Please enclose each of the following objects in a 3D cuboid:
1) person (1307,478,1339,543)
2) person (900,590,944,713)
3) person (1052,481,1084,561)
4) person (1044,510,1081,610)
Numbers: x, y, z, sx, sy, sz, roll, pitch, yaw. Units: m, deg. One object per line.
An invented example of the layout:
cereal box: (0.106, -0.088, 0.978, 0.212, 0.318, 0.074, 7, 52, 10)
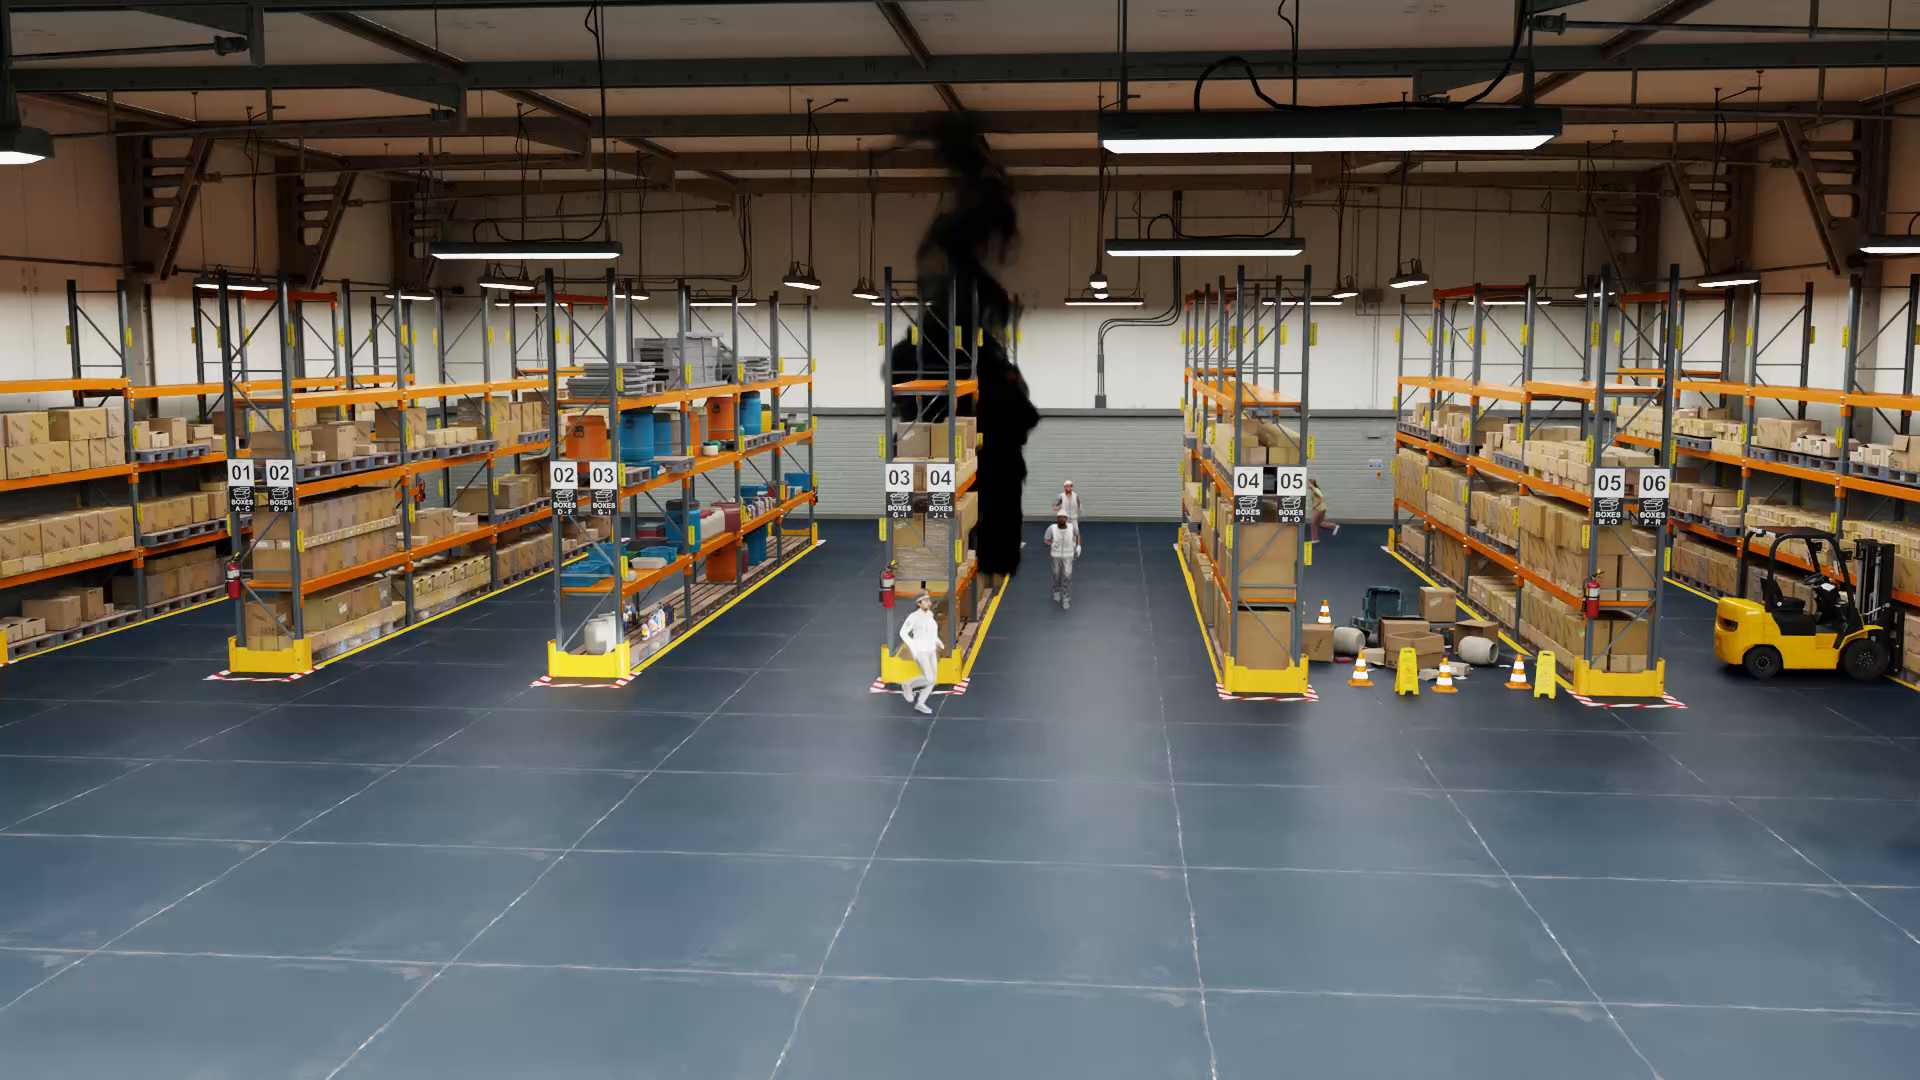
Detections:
person: (8.868, -0.697, 40.605, 0.821, 1.614, 0.579, 0, 7, -2)
person: (-0.488, 1.494, 22.313, 0.554, 1.656, 0.616, 6, 9, 39)
person: (2.462, -0.455, 37.837, 0.710, 1.797, 0.804, -1, 7, -10)
person: (1.909, 0.343, 31.088, 0.703, 1.835, 0.832, 0, 7, 2)
